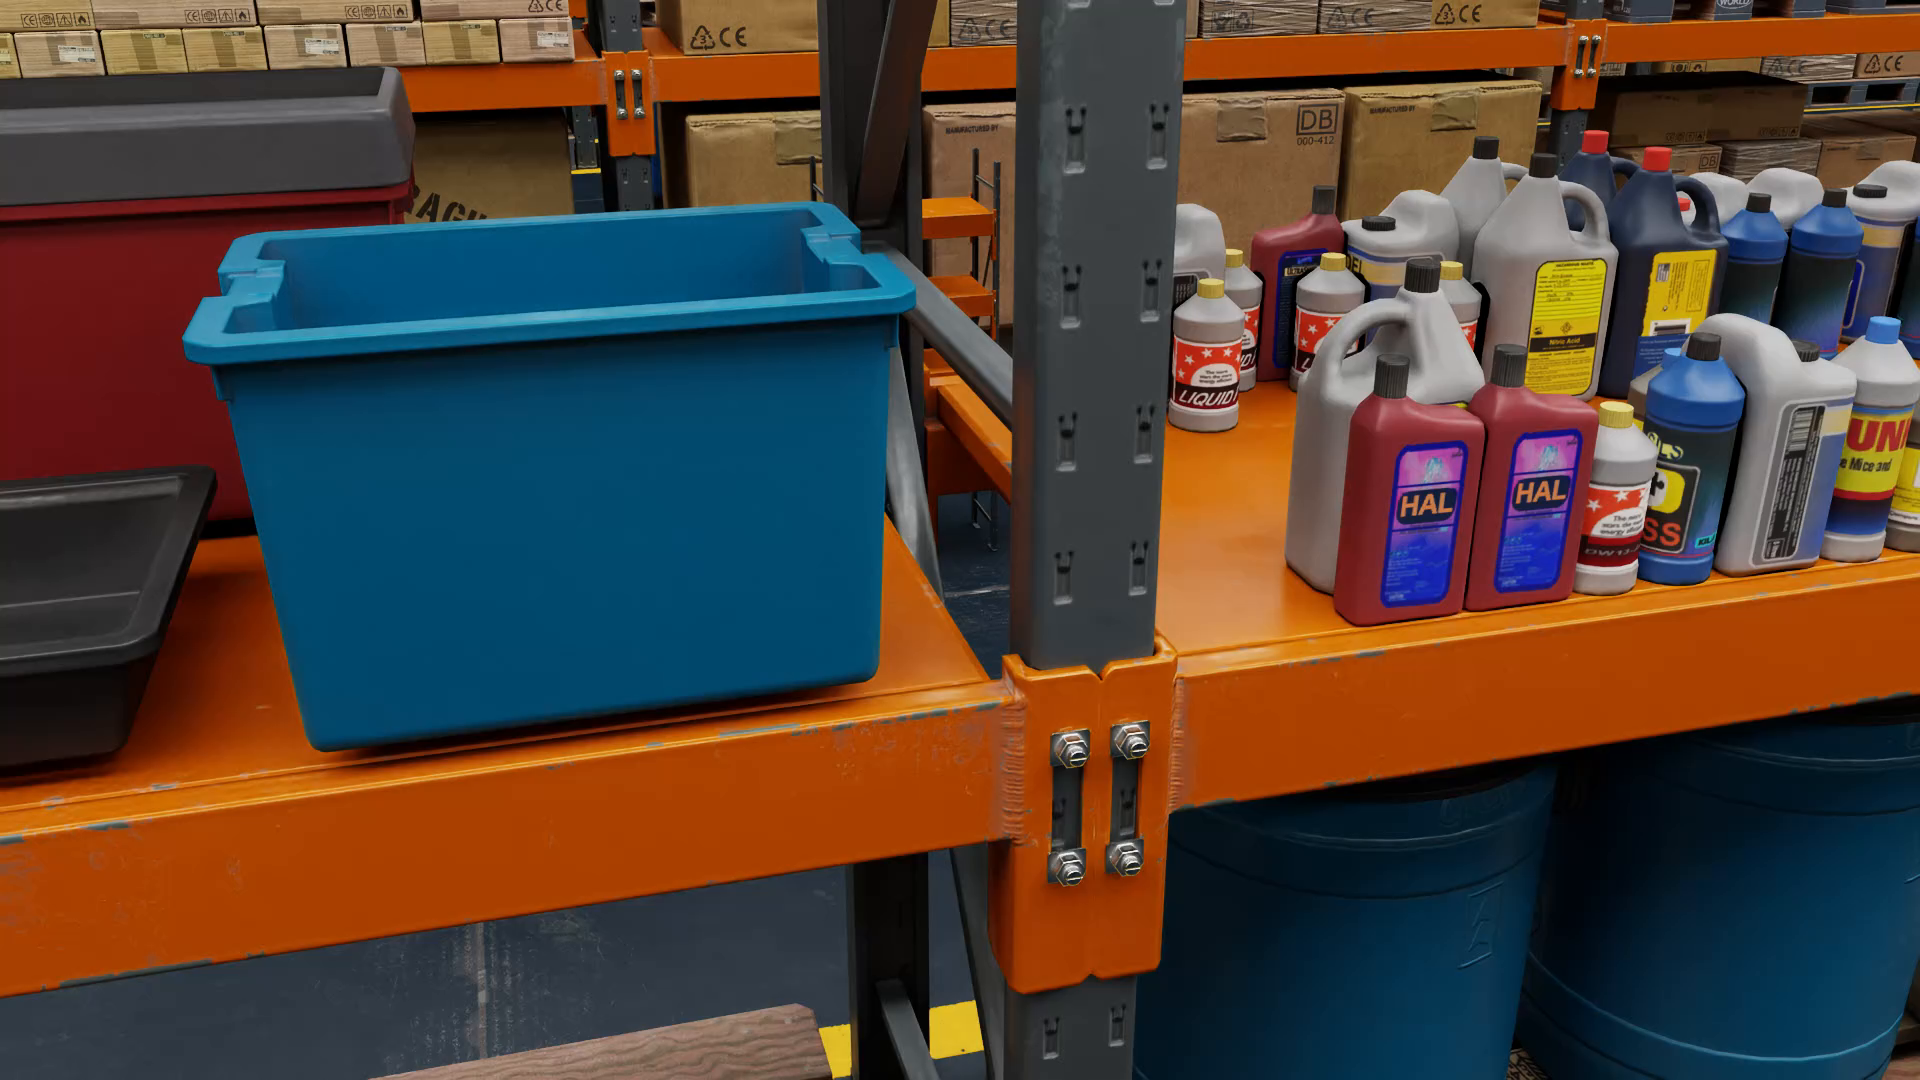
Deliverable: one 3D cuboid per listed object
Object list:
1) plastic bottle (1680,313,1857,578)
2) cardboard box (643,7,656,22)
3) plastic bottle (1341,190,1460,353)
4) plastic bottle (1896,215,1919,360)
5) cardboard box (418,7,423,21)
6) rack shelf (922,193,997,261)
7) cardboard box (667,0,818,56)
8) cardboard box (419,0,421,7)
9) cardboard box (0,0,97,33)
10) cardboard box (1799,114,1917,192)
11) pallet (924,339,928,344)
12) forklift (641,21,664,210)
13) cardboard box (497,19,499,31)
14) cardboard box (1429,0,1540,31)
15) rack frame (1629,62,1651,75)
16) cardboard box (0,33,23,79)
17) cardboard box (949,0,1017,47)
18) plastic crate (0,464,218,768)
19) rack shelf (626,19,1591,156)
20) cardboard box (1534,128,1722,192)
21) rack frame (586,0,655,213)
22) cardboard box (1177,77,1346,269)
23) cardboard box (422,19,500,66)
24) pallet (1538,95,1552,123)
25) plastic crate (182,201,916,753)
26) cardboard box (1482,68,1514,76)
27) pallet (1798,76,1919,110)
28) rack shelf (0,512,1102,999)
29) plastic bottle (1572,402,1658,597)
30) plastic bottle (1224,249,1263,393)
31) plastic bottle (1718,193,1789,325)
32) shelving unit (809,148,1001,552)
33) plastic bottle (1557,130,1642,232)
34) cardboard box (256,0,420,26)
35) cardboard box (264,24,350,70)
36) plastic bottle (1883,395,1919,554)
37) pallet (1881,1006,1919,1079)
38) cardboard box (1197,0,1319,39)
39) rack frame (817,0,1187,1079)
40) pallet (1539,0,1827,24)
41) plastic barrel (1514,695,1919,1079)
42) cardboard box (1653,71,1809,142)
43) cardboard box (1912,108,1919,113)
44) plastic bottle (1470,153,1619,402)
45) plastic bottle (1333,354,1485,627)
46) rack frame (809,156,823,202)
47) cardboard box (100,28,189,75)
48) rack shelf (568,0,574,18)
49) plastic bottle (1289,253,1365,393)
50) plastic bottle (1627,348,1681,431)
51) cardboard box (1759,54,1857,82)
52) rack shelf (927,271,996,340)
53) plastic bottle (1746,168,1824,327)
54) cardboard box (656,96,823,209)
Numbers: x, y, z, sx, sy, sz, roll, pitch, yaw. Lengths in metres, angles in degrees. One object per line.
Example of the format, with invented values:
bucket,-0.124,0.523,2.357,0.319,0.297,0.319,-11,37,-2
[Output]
plastic bottle,0.899,-0.117,1.877,0.135,0.276,0.152,-6,24,-14
cardboard box,-1.799,-3.372,10.992,0.500,0.250,0.500,-7,24,-17
plastic bottle,0.642,-0.377,2.483,0.135,0.276,0.152,-6,24,-14
plastic bottle,1.532,-0.423,2.594,0.097,0.271,0.097,0,23,0
cardboard box,-2.221,-2.034,6.505,0.250,0.149,0.380,-6,24,-13
rack shelf,-0.159,-0.895,4.817,0.480,0.148,0.258,-6,24,-14
cardboard box,-0.829,-2.111,6.240,0.500,0.500,0.500,-6,24,-14
cardboard box,-1.863,-2.228,6.452,0.500,0.250,0.500,-7,24,-15
cardboard box,-3.172,-1.869,5.615,0.500,0.250,0.500,-7,24,-15
cardboard box,4.226,-1.797,8.245,0.500,0.500,0.700,-4,24,-10
pallet,-0.617,-0.941,7.174,1.213,0.211,1.003,-6,24,-14
forklift,-0.349,-3.203,8.997,3.031,2.935,1.130,-7,24,-15
cardboard box,-4.650,-4.863,15.496,0.875,0.438,0.875,-7,24,-15
cardboard box,2.103,-2.437,6.998,0.500,0.500,0.500,-6,24,-13
rack frame,5.120,-4.857,12.766,0.127,3.000,1.000,-6,24,-14
cardboard box,-3.279,-1.647,5.602,0.250,0.149,0.380,-7,24,-16
cardboard box,0.136,-2.218,6.489,0.500,0.500,0.500,-7,24,-16
plastic crate,-1.007,0.089,1.511,0.590,0.125,0.437,-6,24,-14
rack shelf,0.586,-1.994,7.005,4.000,0.370,1.077,-6,24,-14
cardboard box,3.151,-1.670,7.949,0.500,0.500,0.700,-8,24,-17
rack frame,-1.340,-2.111,6.366,0.127,3.000,1.000,-6,24,-14
cardboard box,0.981,-1.596,7.328,0.875,0.875,1.225,-6,24,-14
cardboard box,-1.793,-1.811,5.986,0.250,0.149,0.380,-6,24,-13
pallet,4.398,-3.465,13.058,1.213,0.211,1.003,-6,24,-14
plastic crate,-0.359,-0.072,1.557,0.575,0.384,0.392,-6,24,-14
cardboard box,3.617,-3.815,12.657,0.750,0.750,1.050,-6,24,-14
pallet,7.050,-3.758,13.741,1.213,0.211,1.003,-6,24,-14
rack shelf,-1.927,0.313,1.629,4.000,0.370,1.077,-6,24,-14
plastic bottle,0.701,-0.050,1.814,0.097,0.201,0.097,0,23,0
plastic bottle,0.395,-0.327,2.460,0.097,0.201,0.097,0,23,0
plastic bottle,1.179,-0.384,2.503,0.097,0.271,0.097,0,23,0
shelving unit,-0.159,-0.534,4.972,0.503,1.200,0.258,-6,24,-14
plastic bottle,0.973,-0.450,2.557,0.185,0.351,0.144,-6,24,-14
cardboard box,-2.192,-1.976,5.865,0.500,0.250,0.500,-6,24,-13
cardboard box,-2.287,-1.757,5.859,0.250,0.149,0.380,-6,24,-13
plastic bottle,1.112,-0.095,1.920,0.097,0.201,0.097,0,23,0
pallet,1.929,0.853,2.995,1.213,0.211,1.003,-6,24,-14
cardboard box,1.123,-2.329,6.747,0.500,0.500,0.500,-7,24,-16
rack frame,-0.002,-0.231,1.984,0.127,3.000,1.000,-6,24,-14
pallet,3.169,-2.565,7.668,1.003,0.211,1.213,-6,24,-14
plastic barrel,1.208,0.414,2.611,0.708,0.901,0.600,-6,24,-14
cardboard box,3.657,-2.078,7.951,0.500,0.250,0.500,-4,23,-8
cardboard box,5.302,-1.916,8.523,0.500,0.500,0.700,-6,24,-15
plastic bottle,0.834,-0.376,2.384,0.185,0.351,0.144,-6,24,-14
plastic bottle,0.466,-0.054,1.720,0.133,0.283,0.061,-6,24,-14
rack frame,-0.394,-0.508,4.912,0.015,1.200,0.240,-6,24,-14
cardboard box,-2.782,-1.702,5.731,0.250,0.149,0.380,-7,24,-15
rack shelf,-4.508,-3.461,10.425,4.000,0.370,1.077,-6,24,-14
plastic bottle,0.539,-0.318,2.439,0.097,0.201,0.097,0,23,0
plastic bottle,0.847,-0.129,1.997,0.097,0.201,0.097,0,23,0
cardboard box,6.612,-4.212,13.423,0.875,0.875,0.875,-6,24,-14
rack shelf,-0.159,-0.678,4.911,0.480,0.148,0.258,-6,24,-14
plastic bottle,1.257,-0.445,2.641,0.135,0.276,0.152,-6,24,-14
cardboard box,-0.729,-1.404,6.879,0.875,0.875,1.225,-6,24,-14
